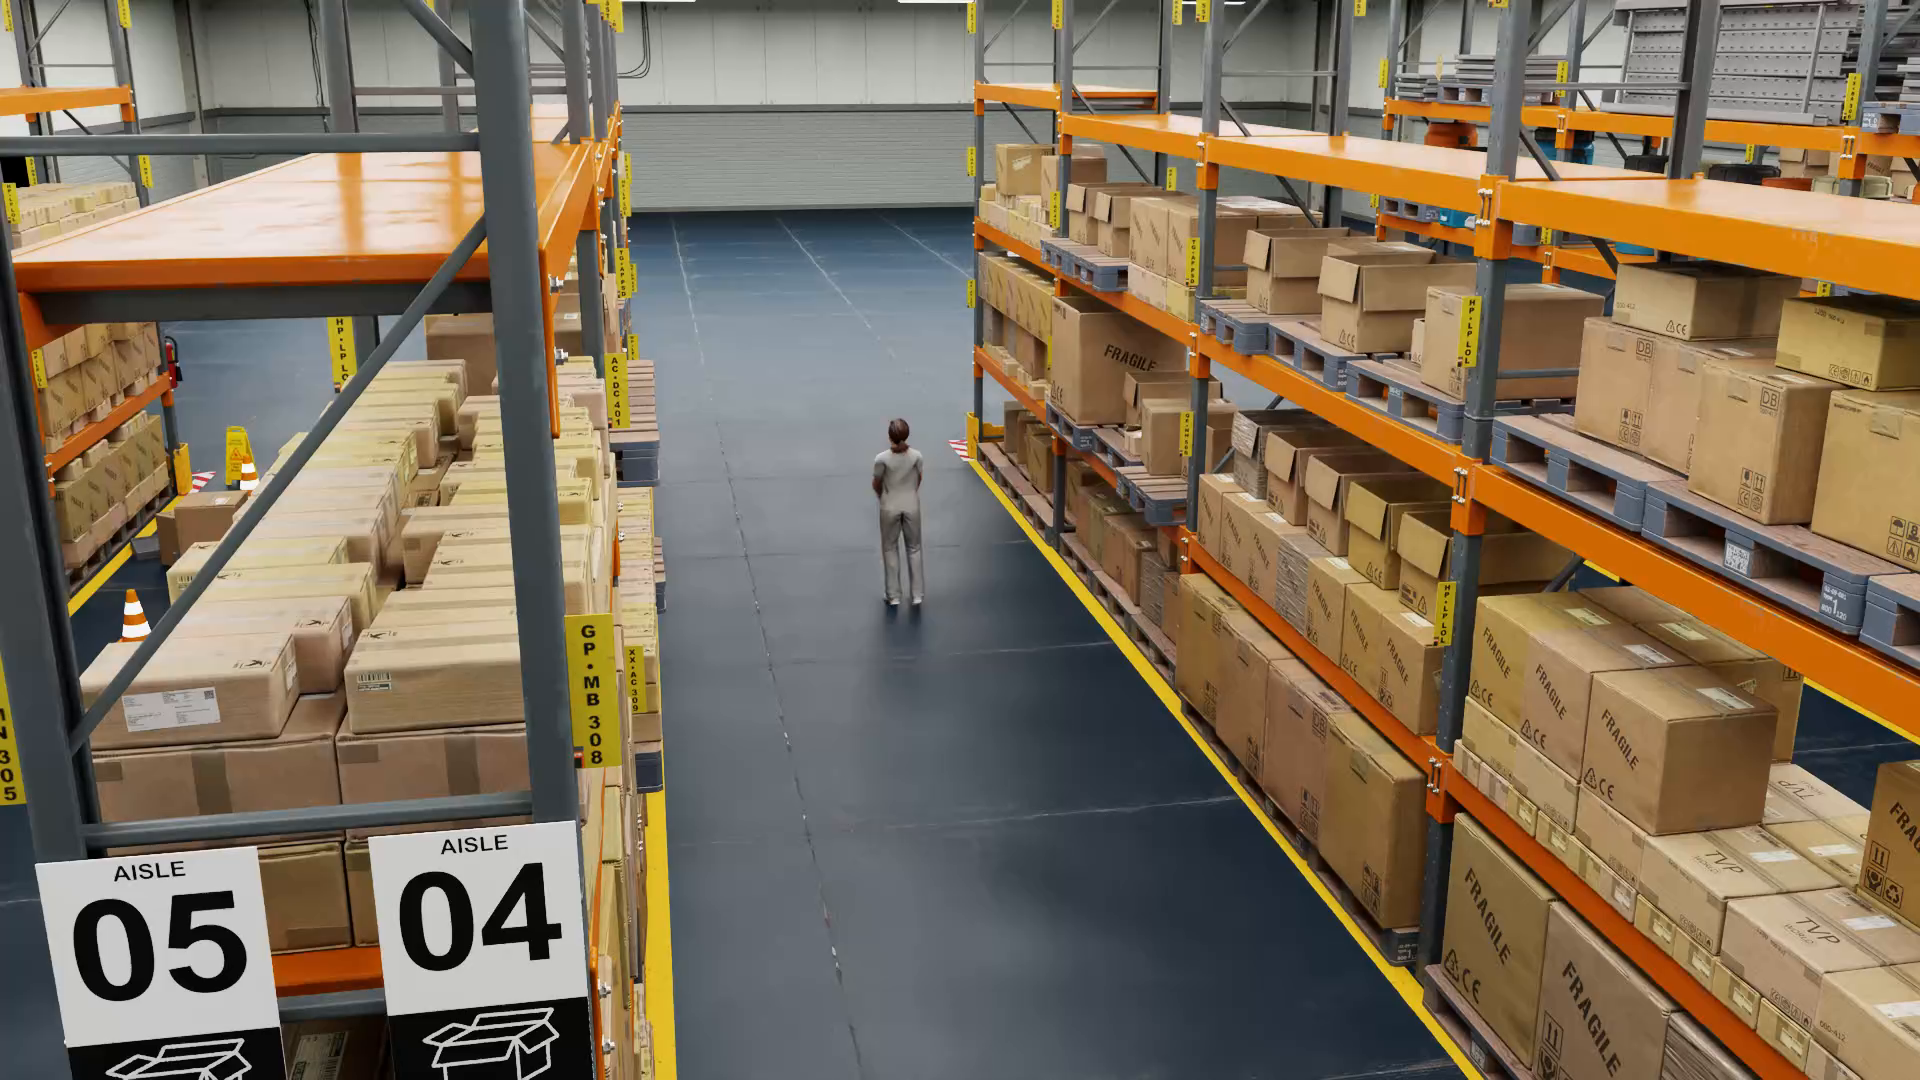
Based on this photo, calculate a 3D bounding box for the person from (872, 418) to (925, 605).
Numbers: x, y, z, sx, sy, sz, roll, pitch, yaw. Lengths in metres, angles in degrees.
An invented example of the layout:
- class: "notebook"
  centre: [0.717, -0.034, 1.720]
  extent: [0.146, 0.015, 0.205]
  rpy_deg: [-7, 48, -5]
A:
- class: "person"
  centre: [-0.538, -0.262, 14.424]
  extent: [0.452, 1.676, 0.534]
  rpy_deg: [-3, 17, -11]
